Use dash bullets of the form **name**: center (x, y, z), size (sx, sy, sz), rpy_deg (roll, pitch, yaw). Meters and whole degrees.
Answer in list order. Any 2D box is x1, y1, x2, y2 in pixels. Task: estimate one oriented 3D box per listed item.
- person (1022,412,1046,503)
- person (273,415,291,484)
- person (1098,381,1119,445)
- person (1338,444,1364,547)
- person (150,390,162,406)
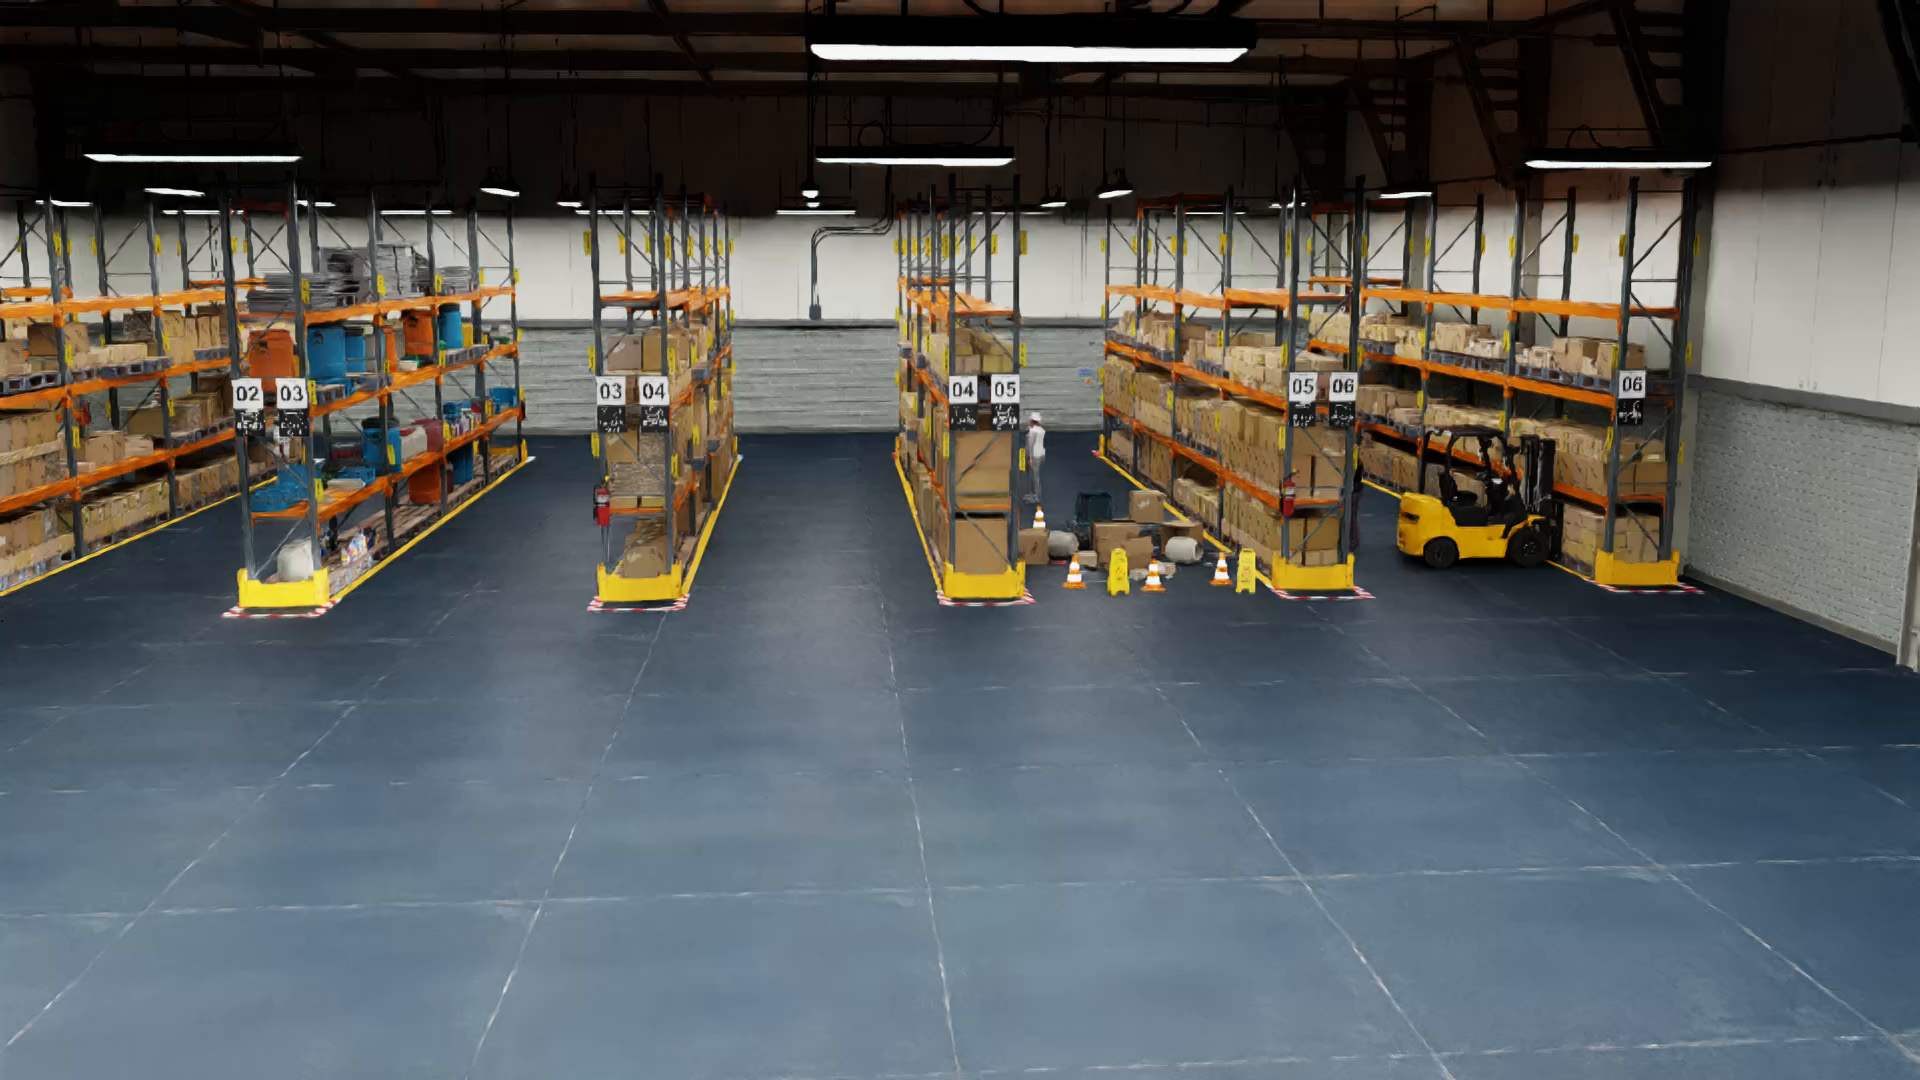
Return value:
- **person**: center (1.435, -1.646, 32.853), size (0.494, 1.775, 0.578), rpy_deg (5, 11, 25)
- **person**: center (-13.557, -1.681, 33.292), size (0.371, 1.682, 0.582), rpy_deg (-5, 11, -25)
- **person**: center (3.806, -3.259, 42.153), size (0.619, 1.762, 0.592), rpy_deg (-8, 13, -38)
- **person**: center (6.544, -0.757, 27.996), size (0.499, 1.712, 0.578), rpy_deg (5, 11, 26)
- **person**: center (-19.183, -2.814, 39.996), size (0.639, 1.628, 0.506), rpy_deg (-1, 10, -6)
